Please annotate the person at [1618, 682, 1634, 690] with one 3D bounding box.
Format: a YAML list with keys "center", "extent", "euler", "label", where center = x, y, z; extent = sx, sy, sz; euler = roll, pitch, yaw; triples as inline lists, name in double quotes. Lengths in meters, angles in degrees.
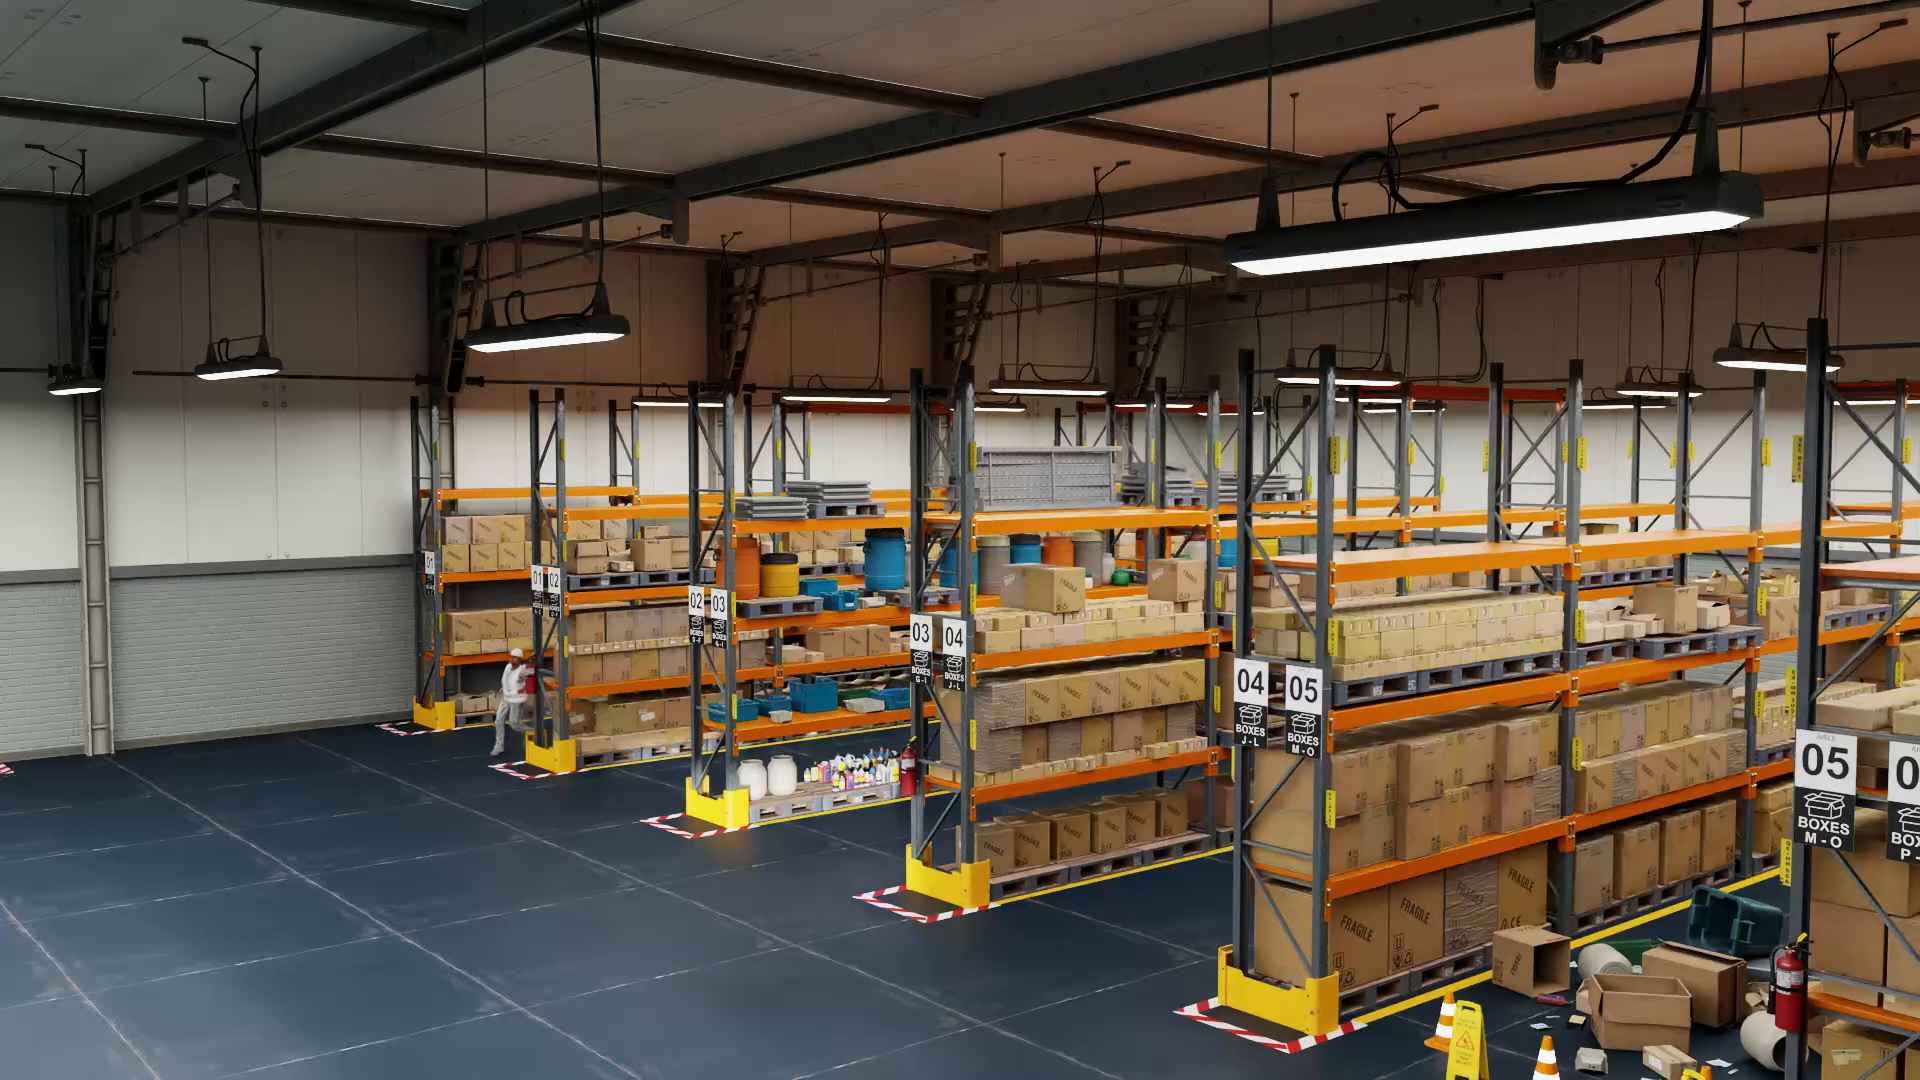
- center: [9.666, 2.888, 24.195]
  extent: [0.877, 1.669, 0.642]
  euler: [-3, 5, -42]
  label: "person"

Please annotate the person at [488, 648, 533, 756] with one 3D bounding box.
- center: [-7.357, 2.677, 27.593]
  extent: [0.726, 1.785, 0.872]
  euler: [2, 4, 35]
  label: "person"
